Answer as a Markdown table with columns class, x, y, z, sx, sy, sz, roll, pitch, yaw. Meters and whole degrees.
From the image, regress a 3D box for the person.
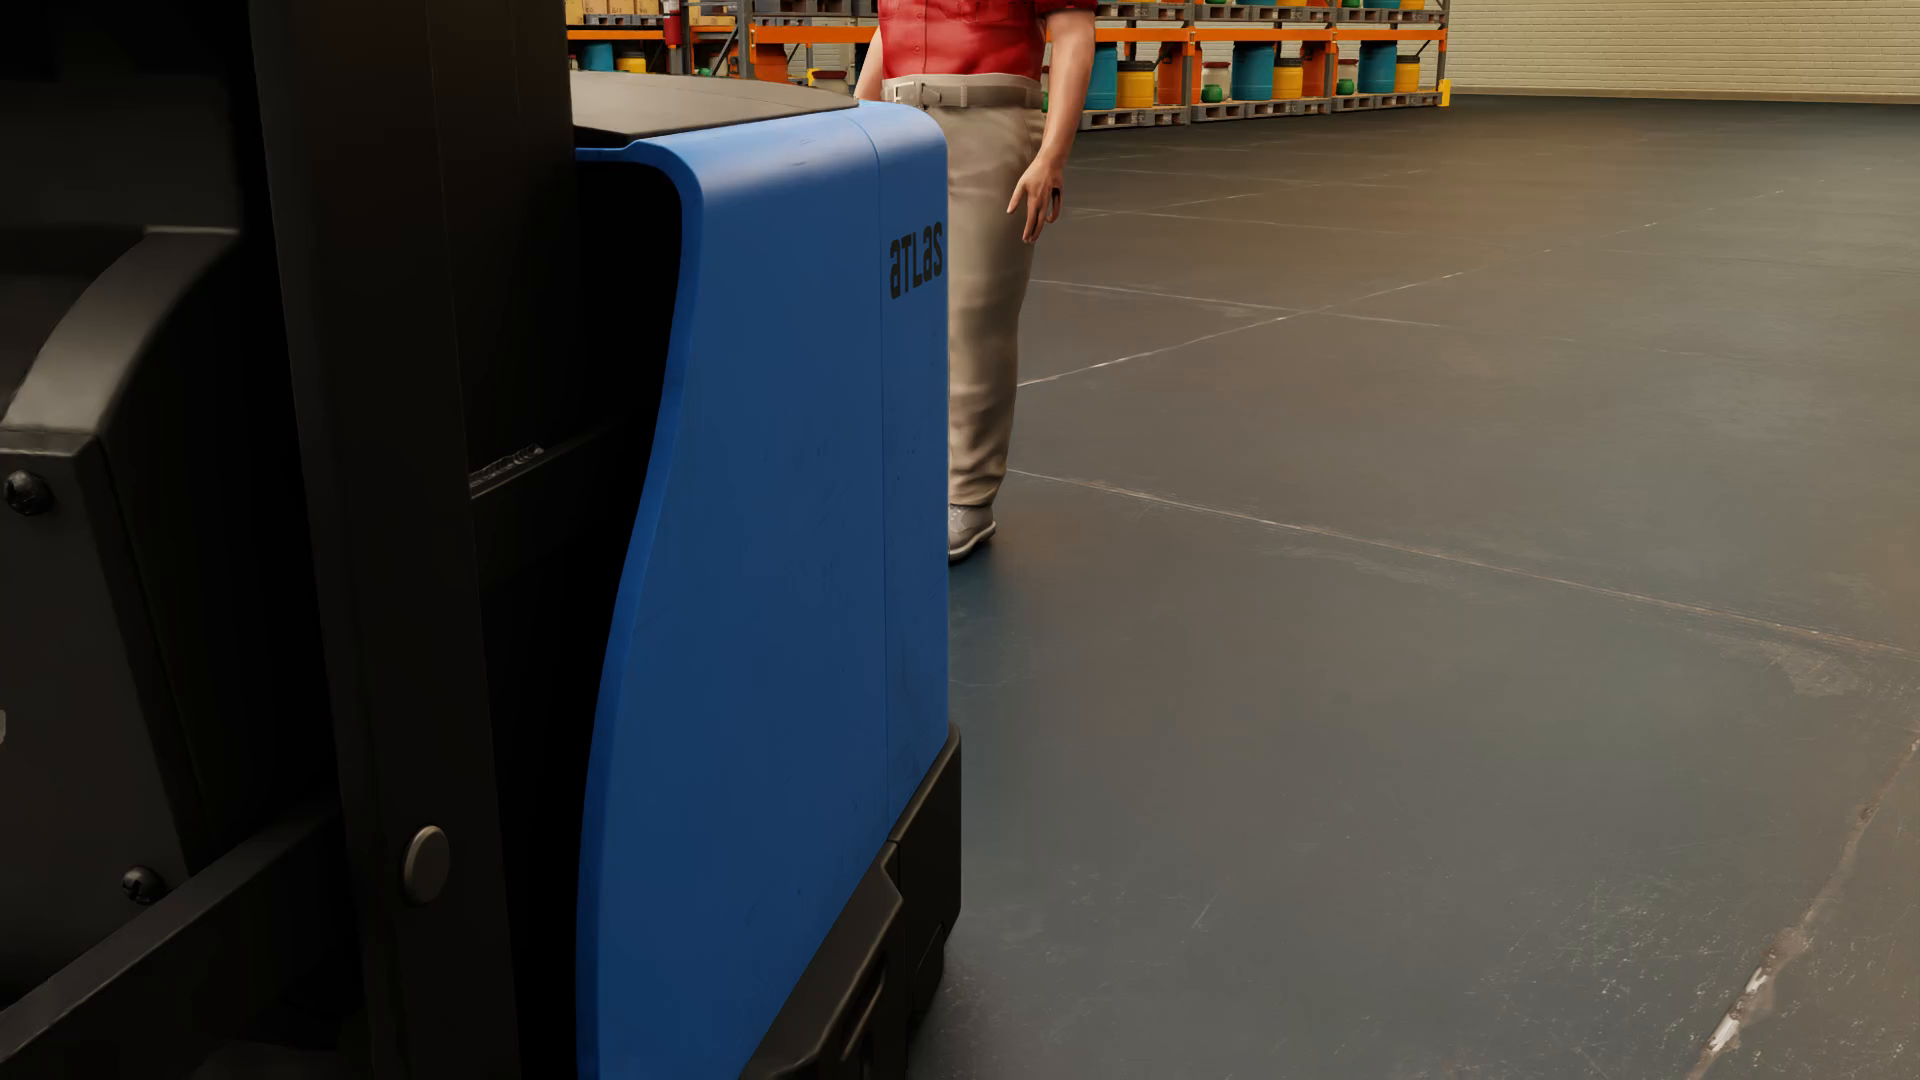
| class | x | y | z | sx | sy | sz | roll | pitch | yaw |
| --- | --- | --- | --- | --- | --- | --- | --- | --- | --- |
| person | -0.066 | -0.816 | 3.629 | 0.642 | 1.727 | 0.550 | 13 | 21 | 37 |

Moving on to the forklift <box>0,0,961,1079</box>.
| class | x | y | z | sx | sy | sz | roll | pitch | yaw |
| --- | --- | --- | --- | --- | --- | --- | --- | --- | --- |
| forklift | -0.847 | -0.494 | 0.524 | 1.130 | 2.935 | 3.031 | 4 | 17 | 13 |
